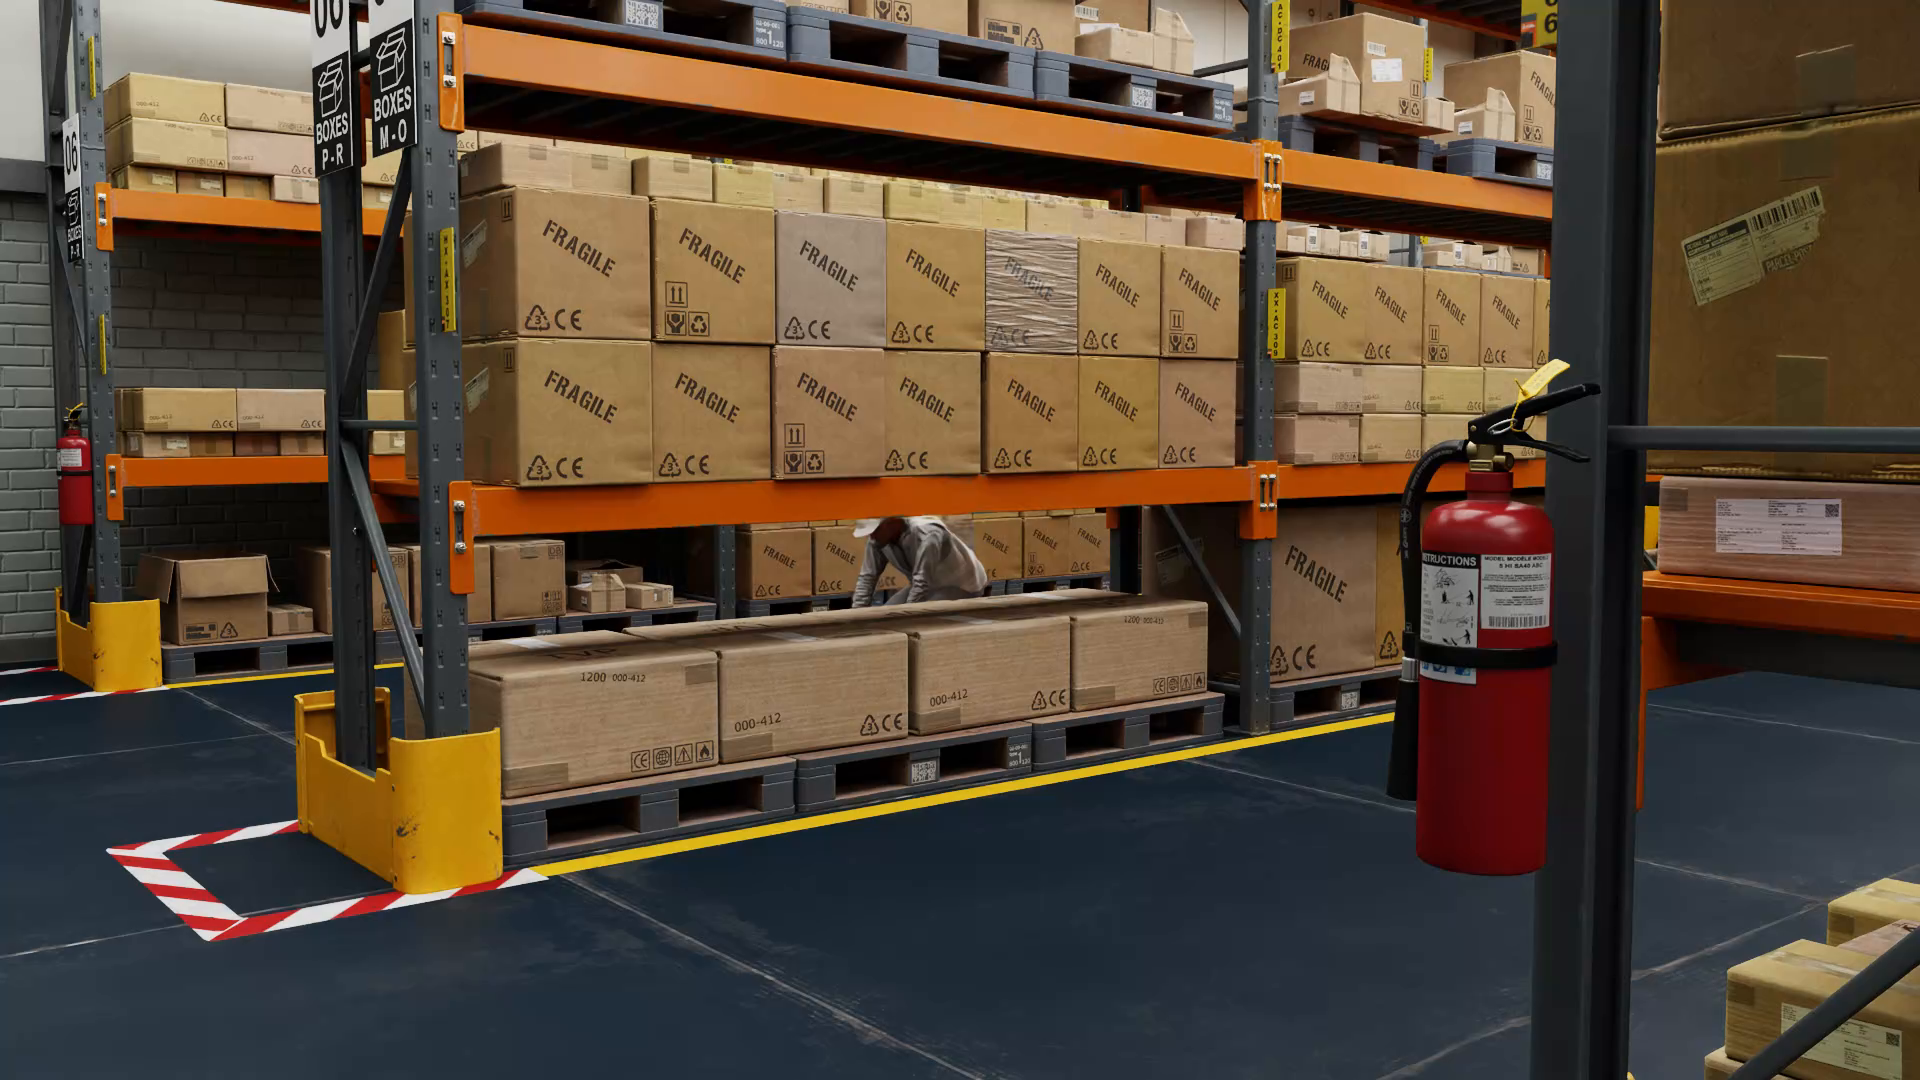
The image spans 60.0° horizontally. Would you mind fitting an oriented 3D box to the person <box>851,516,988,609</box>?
[{"bbox_3d":[-0.233,0.287,9.191,0.862,1.147,0.560,-3,5,-39],"label":"person"}]
